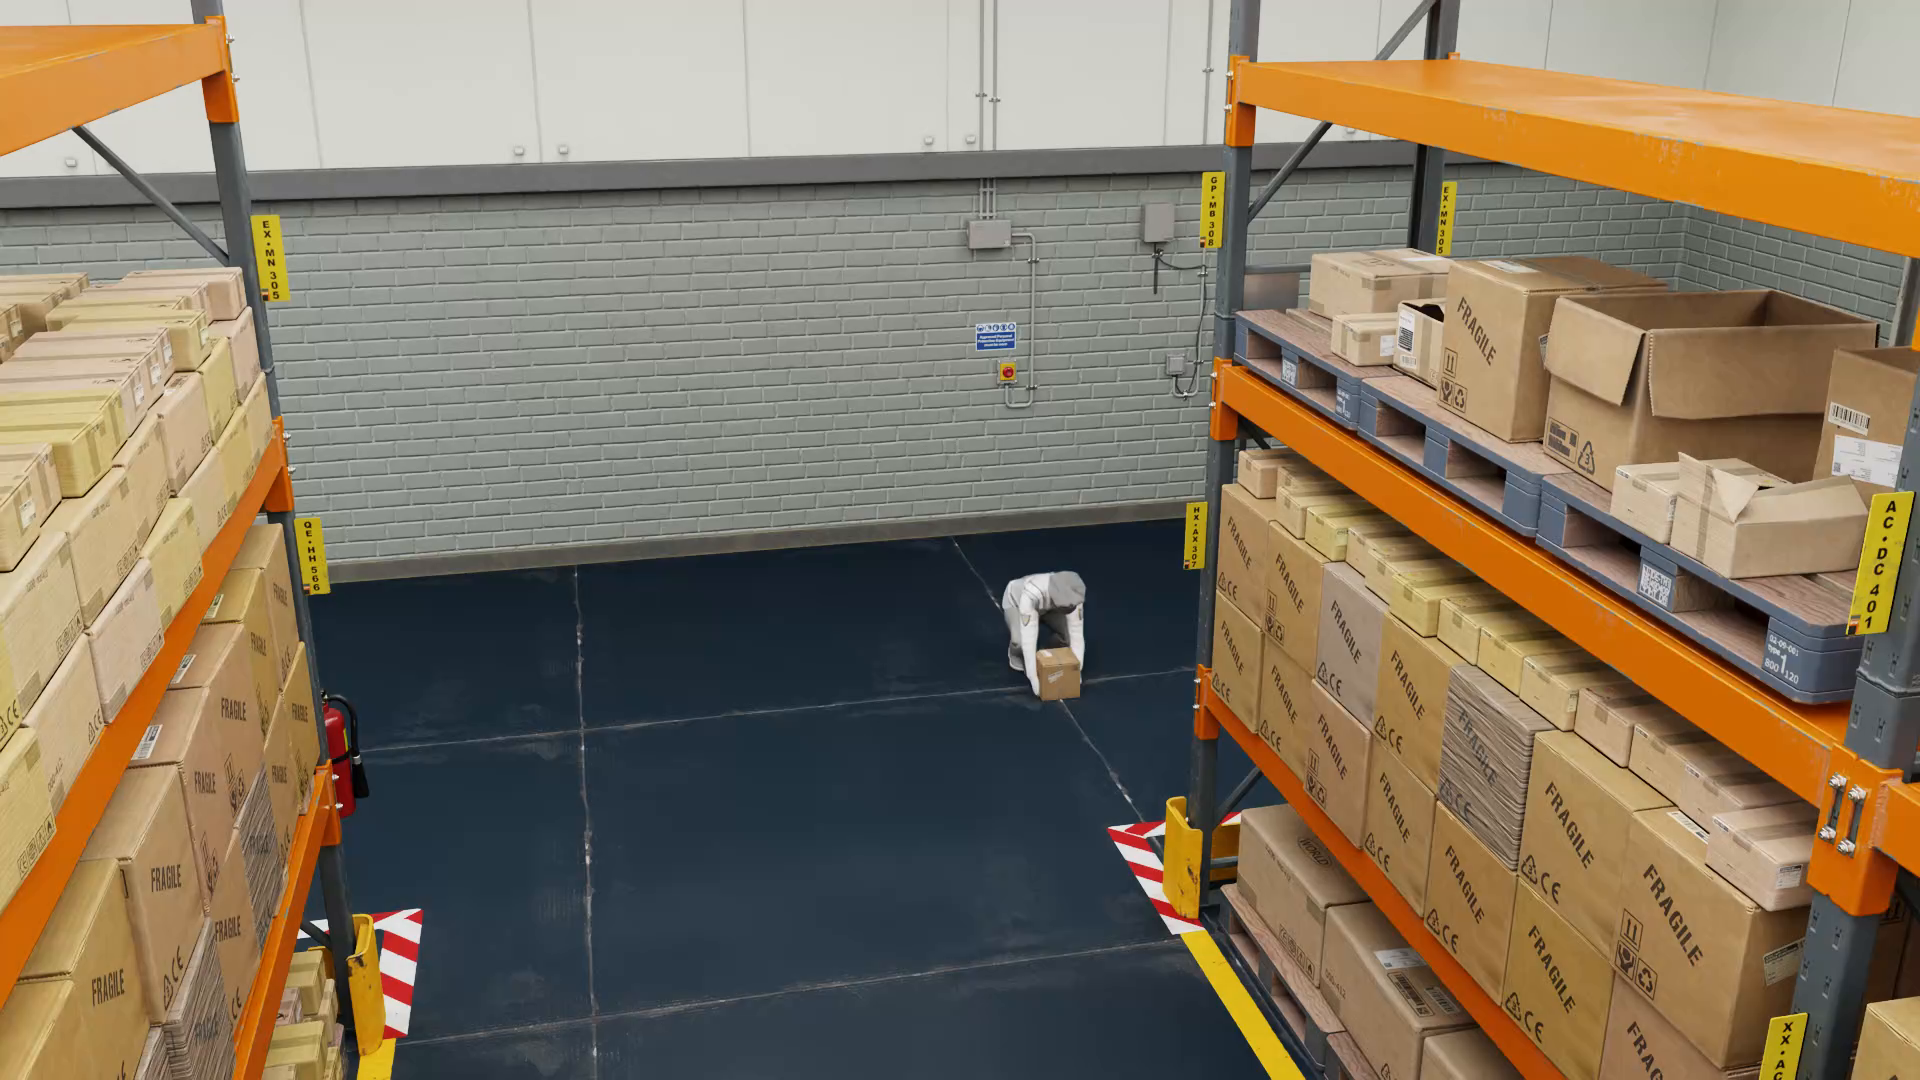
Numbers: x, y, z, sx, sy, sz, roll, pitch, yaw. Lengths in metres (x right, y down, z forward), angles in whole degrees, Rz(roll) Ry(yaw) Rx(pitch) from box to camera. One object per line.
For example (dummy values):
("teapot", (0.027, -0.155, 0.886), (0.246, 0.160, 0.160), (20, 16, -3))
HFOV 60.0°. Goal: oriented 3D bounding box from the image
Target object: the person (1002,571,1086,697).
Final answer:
("person", (0.554, 0.515, 10.947), (0.475, 0.848, 0.869), (-5, 20, -13))
